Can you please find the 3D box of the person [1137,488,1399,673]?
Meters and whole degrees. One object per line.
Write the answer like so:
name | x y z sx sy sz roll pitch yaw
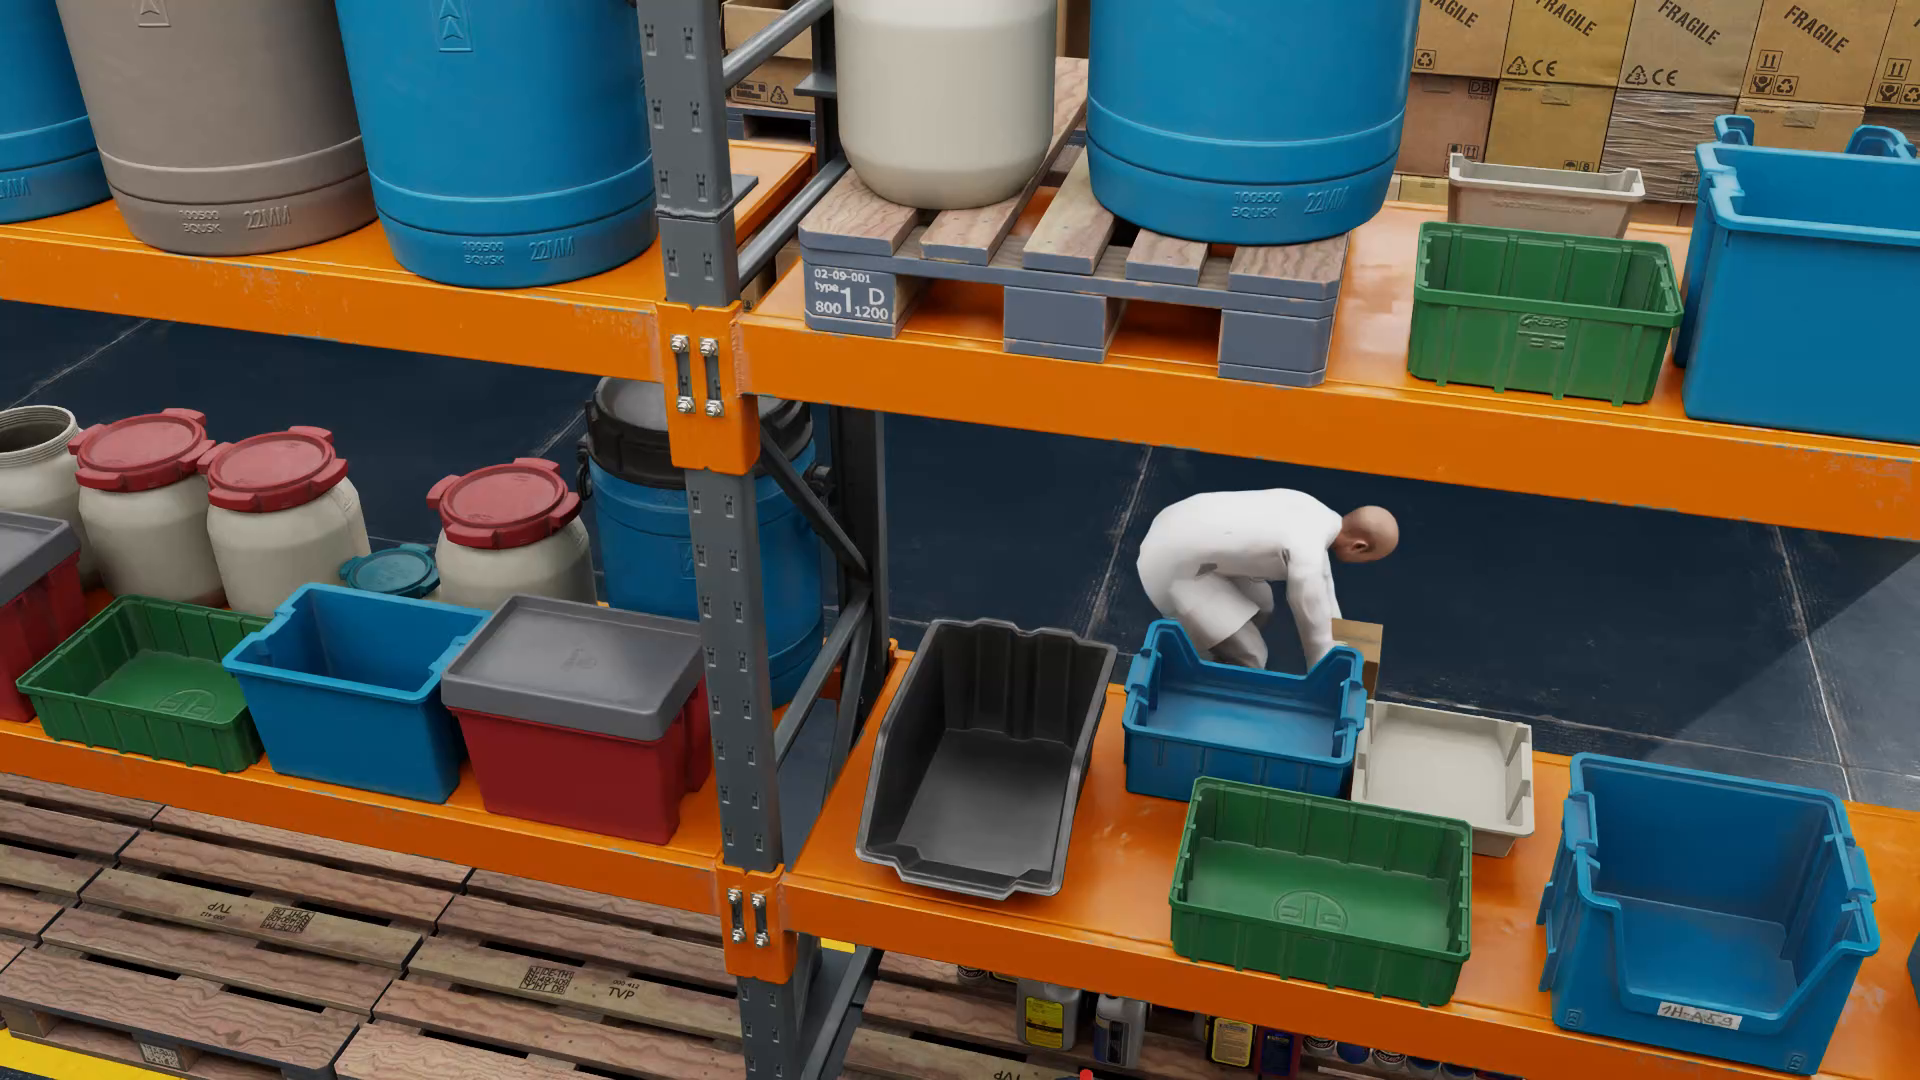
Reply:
person | 1.139 0.297 6.364 0.943 1.047 0.592 6 33 10
